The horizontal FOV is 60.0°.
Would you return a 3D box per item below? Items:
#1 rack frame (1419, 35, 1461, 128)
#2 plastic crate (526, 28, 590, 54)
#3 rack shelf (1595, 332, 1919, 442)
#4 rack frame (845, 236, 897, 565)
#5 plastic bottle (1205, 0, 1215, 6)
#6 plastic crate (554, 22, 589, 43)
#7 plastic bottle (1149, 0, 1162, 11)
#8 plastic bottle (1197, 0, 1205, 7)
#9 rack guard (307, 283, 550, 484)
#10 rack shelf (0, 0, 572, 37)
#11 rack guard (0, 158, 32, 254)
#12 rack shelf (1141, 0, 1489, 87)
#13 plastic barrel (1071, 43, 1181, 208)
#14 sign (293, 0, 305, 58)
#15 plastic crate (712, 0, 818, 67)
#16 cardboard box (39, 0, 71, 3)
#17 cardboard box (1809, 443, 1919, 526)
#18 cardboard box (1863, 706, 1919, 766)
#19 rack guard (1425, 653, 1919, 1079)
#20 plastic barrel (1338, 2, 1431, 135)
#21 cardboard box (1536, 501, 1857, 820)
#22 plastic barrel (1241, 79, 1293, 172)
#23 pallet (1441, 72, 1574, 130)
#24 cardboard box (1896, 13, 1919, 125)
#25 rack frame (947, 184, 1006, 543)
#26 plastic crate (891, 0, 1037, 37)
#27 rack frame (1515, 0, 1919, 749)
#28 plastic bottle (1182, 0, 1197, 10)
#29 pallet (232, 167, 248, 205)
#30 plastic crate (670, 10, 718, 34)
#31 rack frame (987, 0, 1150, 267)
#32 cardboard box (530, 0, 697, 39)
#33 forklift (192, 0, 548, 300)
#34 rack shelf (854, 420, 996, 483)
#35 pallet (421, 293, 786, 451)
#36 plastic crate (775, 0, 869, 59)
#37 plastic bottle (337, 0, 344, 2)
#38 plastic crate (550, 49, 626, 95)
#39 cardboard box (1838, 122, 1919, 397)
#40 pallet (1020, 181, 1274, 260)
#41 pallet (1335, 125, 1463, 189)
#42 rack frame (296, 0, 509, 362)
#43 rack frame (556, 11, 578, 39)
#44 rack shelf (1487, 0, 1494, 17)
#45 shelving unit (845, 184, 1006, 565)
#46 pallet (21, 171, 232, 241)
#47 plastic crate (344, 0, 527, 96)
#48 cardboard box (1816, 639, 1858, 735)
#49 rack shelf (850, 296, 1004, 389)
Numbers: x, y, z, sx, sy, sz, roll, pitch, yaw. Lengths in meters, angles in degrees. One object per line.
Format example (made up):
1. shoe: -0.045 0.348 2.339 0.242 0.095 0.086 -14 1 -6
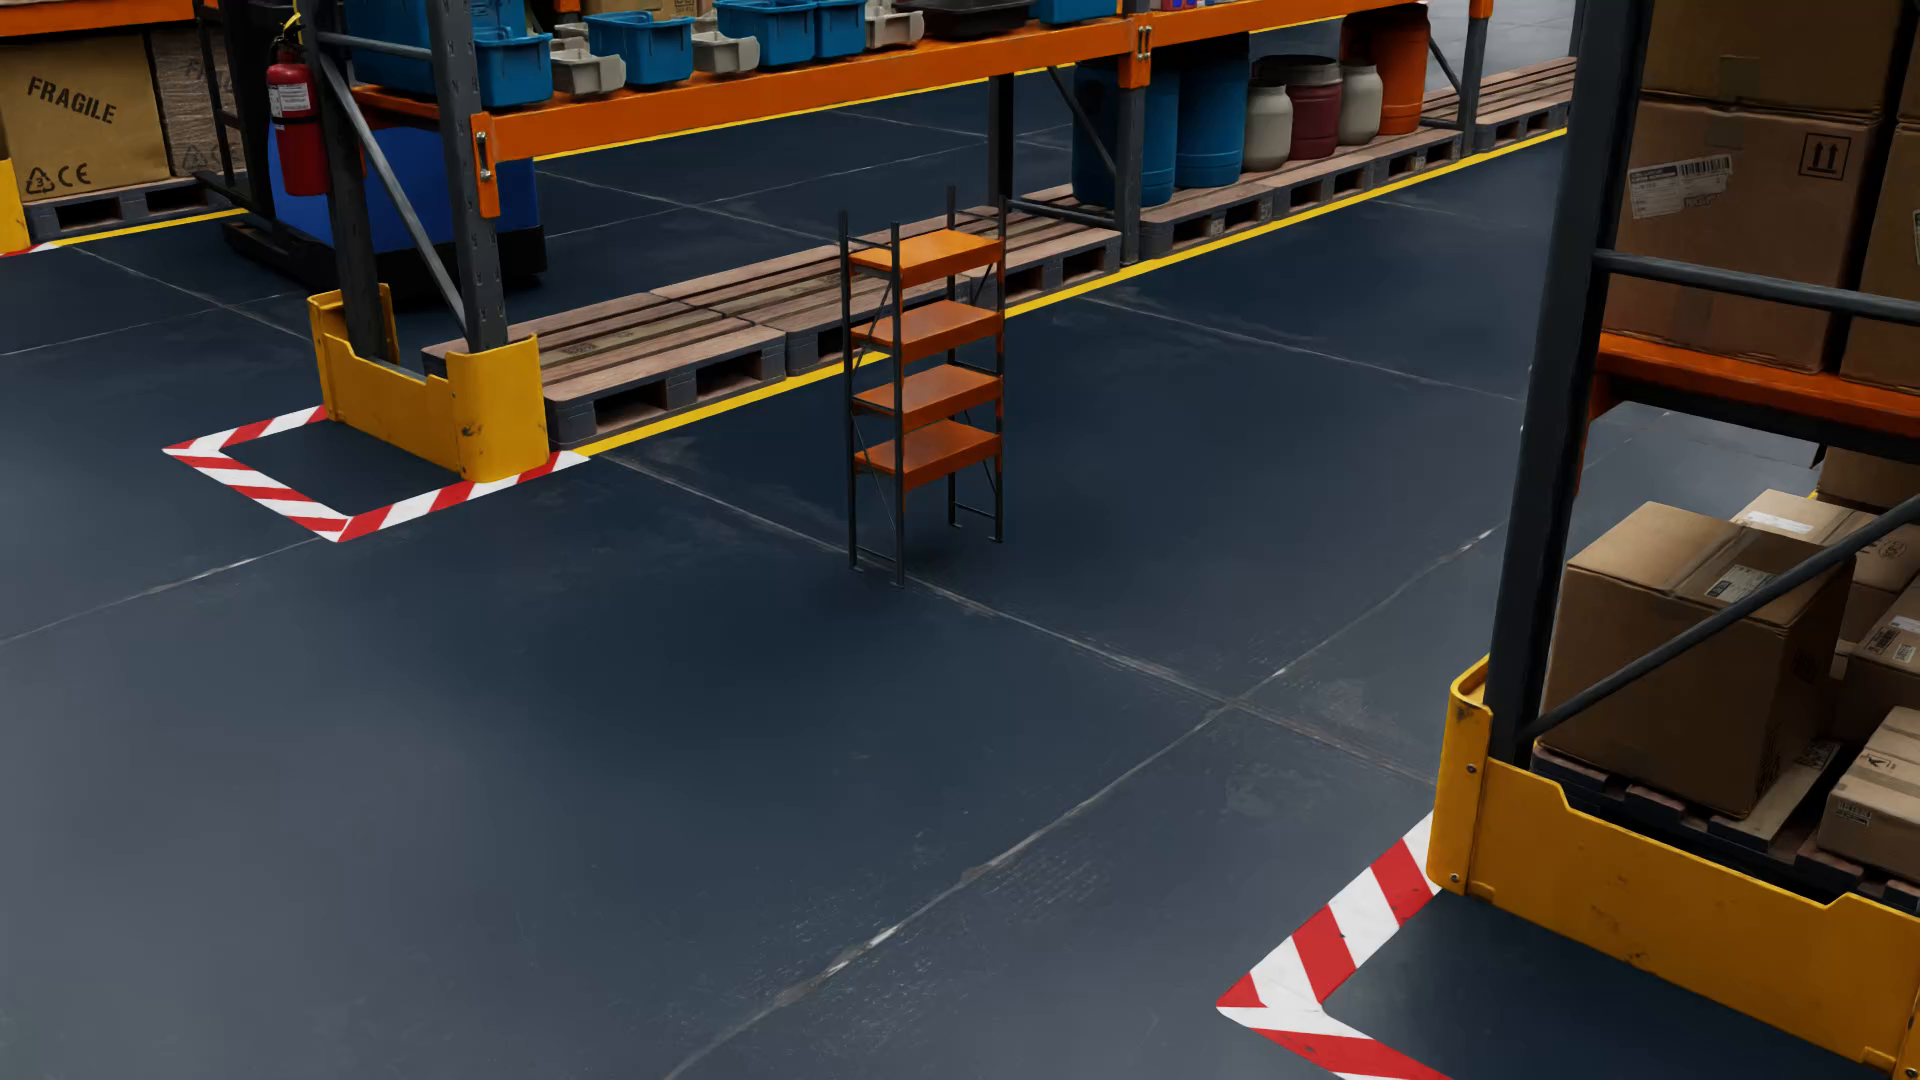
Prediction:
1. rack frame: 3.236 -4.230 11.517 0.949 2.616 0.053 20 31 38
2. plastic crate: -1.692 -1.996 6.785 0.396 0.136 0.243 20 31 38
3. rack shelf: 2.920 -0.841 4.512 0.919 0.052 3.809 20 31 38
4. rack frame: -0.274 -0.423 5.227 0.228 1.046 0.006 20 31 38
5. plastic bottle: 1.348 -3.057 9.059 0.097 0.271 0.097 0 24 0
6. plastic crate: -1.487 -2.081 6.973 0.396 0.136 0.243 20 31 38
7. plastic bottle: 1.072 -3.019 8.877 0.144 0.351 0.185 20 31 38
8. plastic bottle: 1.284 -2.996 9.008 0.097 0.201 0.097 0 24 0
9. rack guard: -2.107 -0.640 6.566 1.175 0.500 0.348 20 31 38
10. rack shelf: -4.455 -3.425 10.602 1.077 0.370 4.000 20 31 38
11. rack guard: -5.805 -1.996 9.591 1.175 0.500 0.348 20 31 38
12. rack shelf: 1.903 -3.291 10.304 1.077 0.370 4.000 20 31 38
13. plastic barrel: 0.944 -2.405 9.500 0.600 0.901 0.708 20 31 38
14. sign: -2.521 -2.011 6.370 0.100 0.325 0.005 20 31 38
15. plastic crate: -0.812 -2.129 6.963 0.416 0.233 0.300 20 31 38
16. cardboard box: -5.137 -3.126 9.362 0.380 0.149 0.250 20 31 37
17. cardboard box: 3.005 -0.144 4.919 0.797 0.503 0.637 20 31 38
18. cardboard box: 2.288 0.544 3.795 0.380 0.166 0.250 20 31 38
19. rack guard: 1.636 0.680 3.623 1.175 0.500 0.348 20 31 38
20. plastic barrel: 2.924 -3.277 11.531 0.600 0.830 0.708 20 31 38
21. cardboard box: 1.765 0.269 4.001 0.500 0.500 0.500 20 31 38
22. plastic barrel: 1.860 -2.591 10.390 0.421 0.512 0.421 0 24 0
23. pallet: 4.599 -3.552 13.414 1.003 0.211 1.213 20 31 38
24. cardboard box: 2.078 -1.003 2.976 0.500 0.500 0.500 21 32 39
25. rack frame: 0.052 -0.571 5.558 0.240 1.200 0.015 20 31 38
26. plastic crate: 0.022 -2.498 7.917 0.437 0.125 0.590 20 31 38
27. rack frame: 1.588 -0.437 3.058 0.949 2.616 0.053 20 31 38
28. plastic bottle: 1.220 -2.993 8.901 0.061 0.283 0.133 20 31 38
29. pallet: -4.500 -2.506 11.082 1.003 0.211 1.213 20 31 38
30. plastic crate: -1.136 -2.268 7.390 0.298 0.136 0.250 20 31 38
31. rack frame: 0.569 -3.010 8.797 1.000 3.000 0.127 20 31 38
32. cardboard box: -2.708 -3.785 12.610 1.225 0.875 0.875 20 31 38
33. forklift: -3.509 -3.025 8.915 1.130 2.935 3.031 -19 30 -36
34. rack shelf: -0.110 -0.290 5.485 0.221 0.050 0.457 20 31 38
35. pallet: -1.522 -0.760 7.187 1.003 0.211 1.213 20 31 38
36. plastic crate: -0.612 -2.220 7.167 0.416 0.233 0.300 20 31 38
37. plastic bottle: -3.201 -2.456 8.773 0.107 1.395 0.170 20 31 38
38. plastic crate: -1.415 -1.759 6.256 0.250 0.136 0.298 20 31 38
39. cardboard box: 2.078 -0.547 3.181 0.500 0.500 0.500 21 32 39
40. pallet: 1.115 -1.962 9.867 1.003 0.211 1.213 20 31 38
41. pallet: 2.743 -2.705 11.525 1.003 0.211 1.213 20 31 38
42. rack frame: -2.101 -1.792 6.079 1.000 3.000 0.127 20 31 38
43. rack frame: -3.120 -4.363 11.814 1.000 3.000 0.127 20 31 38
44. rack shelf: 4.573 -4.510 13.022 1.077 0.370 4.000 20 31 38
45. shelving unit: -0.109 -0.498 5.394 0.258 1.200 0.499 20 31 38
46. pallet: -5.314 -2.136 10.257 1.003 0.211 1.213 20 31 38
47. plastic crate: -2.017 -1.988 6.401 0.616 0.435 0.499 20 31 38
48. cardboard box: 2.102 0.323 4.290 0.380 0.166 0.250 20 31 38
49. rack shelf: -0.110 -0.640 5.328 0.258 0.148 0.480 20 31 38
